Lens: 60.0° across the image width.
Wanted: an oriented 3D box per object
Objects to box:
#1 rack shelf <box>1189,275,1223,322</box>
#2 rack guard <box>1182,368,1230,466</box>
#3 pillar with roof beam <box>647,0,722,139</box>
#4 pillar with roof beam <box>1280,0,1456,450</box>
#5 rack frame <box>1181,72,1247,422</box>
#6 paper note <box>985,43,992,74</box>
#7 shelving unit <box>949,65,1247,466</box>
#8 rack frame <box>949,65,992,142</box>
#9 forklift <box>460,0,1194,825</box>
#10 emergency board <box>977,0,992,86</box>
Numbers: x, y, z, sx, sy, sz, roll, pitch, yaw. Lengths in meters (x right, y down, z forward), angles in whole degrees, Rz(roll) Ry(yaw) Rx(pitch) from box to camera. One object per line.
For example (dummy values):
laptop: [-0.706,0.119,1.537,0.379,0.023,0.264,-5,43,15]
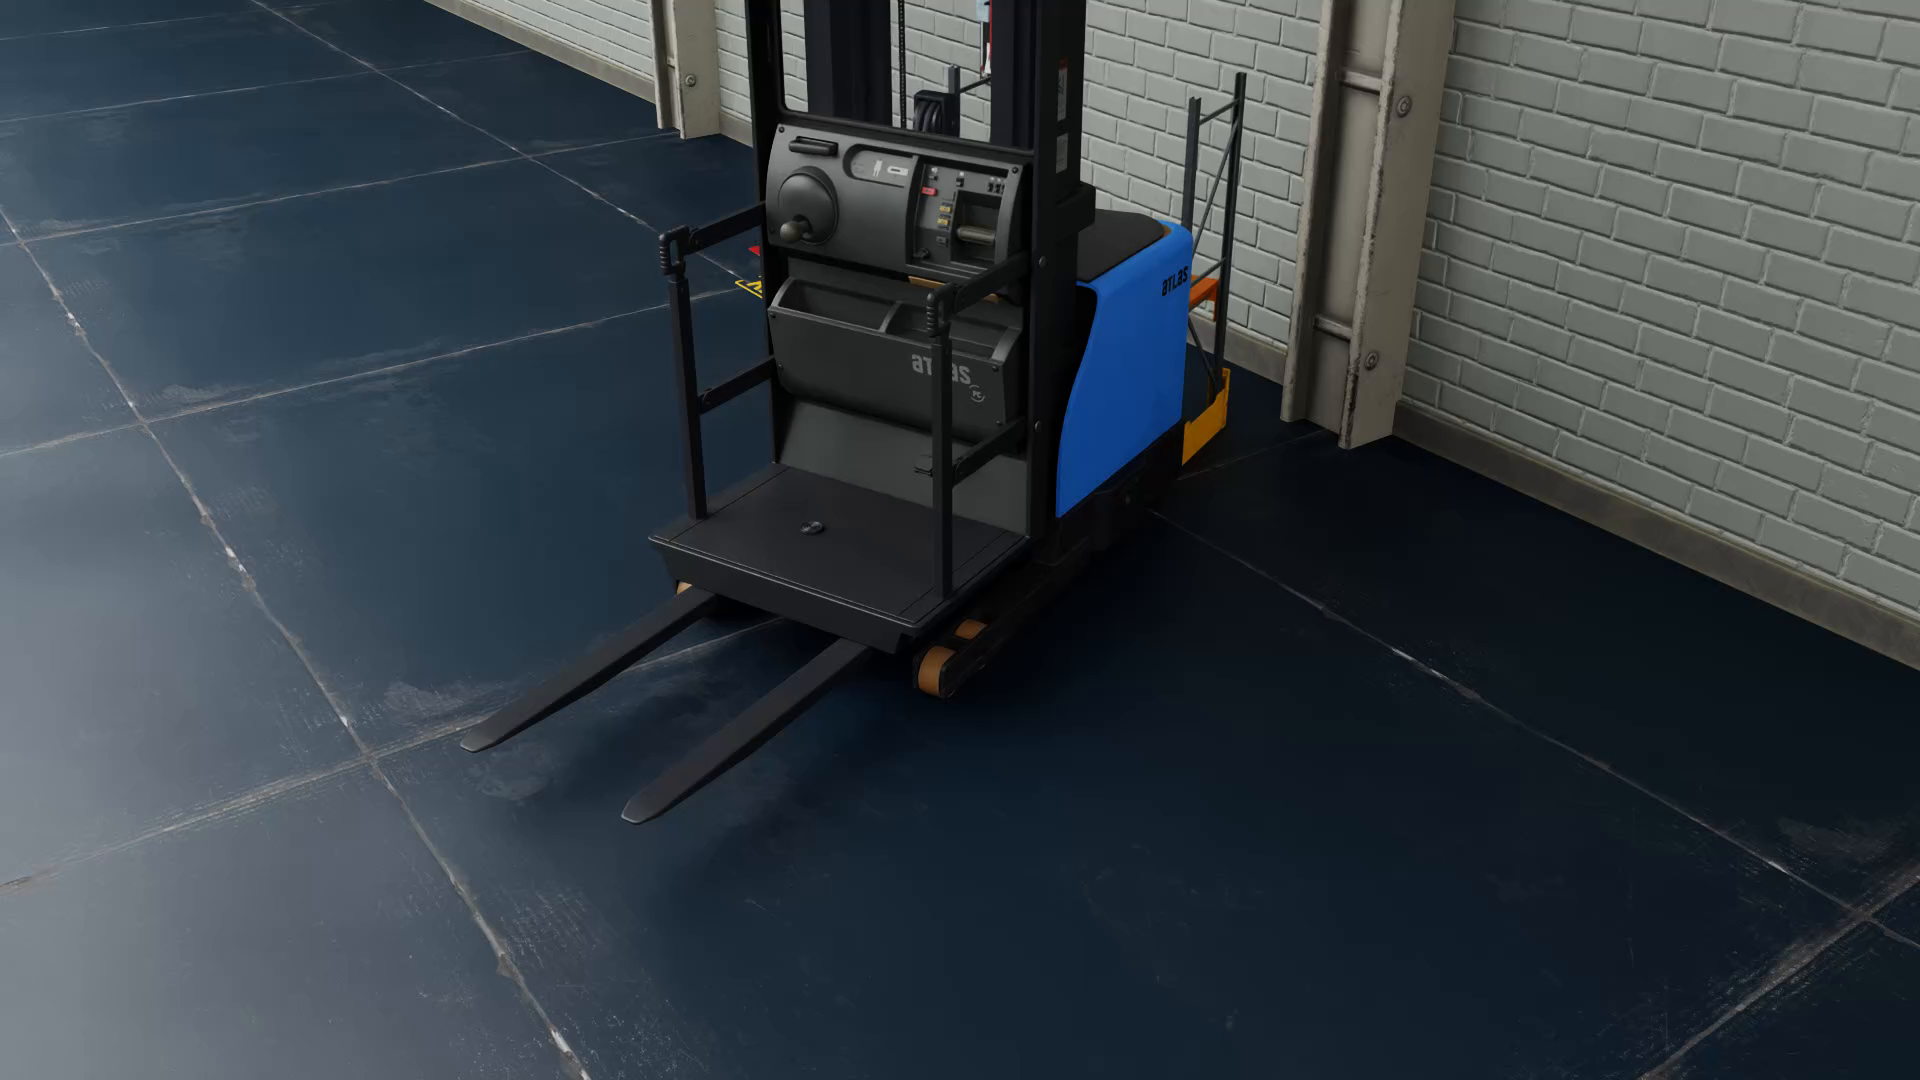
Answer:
rack shelf: [0.533,-1.015,6.923,1.000,0.185,0.538,15,32,26]
rack guard: [0.972,-0.502,6.912,0.087,0.250,0.587,15,32,26]
pillar with roof beam: [-5.361,-5.591,7.115,9.100,9.000,0.400,-19,34,-31]
pillar with roof beam: [-1.881,-3.258,2.820,9.100,9.000,0.400,-19,34,-31]
rack frame: [0.974,-1.051,6.614,0.032,1.500,0.500,15,32,26]
paper note: [0.177,-2.486,8.607,0.016,0.148,0.142,-19,34,-31]
shelving unit: [0.541,-1.171,6.833,1.083,1.500,0.587,15,32,26]
rack frame: [0.093,-1.294,7.060,0.032,1.500,0.500,15,32,26]
forklift: [-0.331,-1.037,5.088,1.130,2.935,3.031,17,33,28]
emergency board: [0.224,-2.785,8.235,0.194,1.169,0.643,-19,34,-31]
